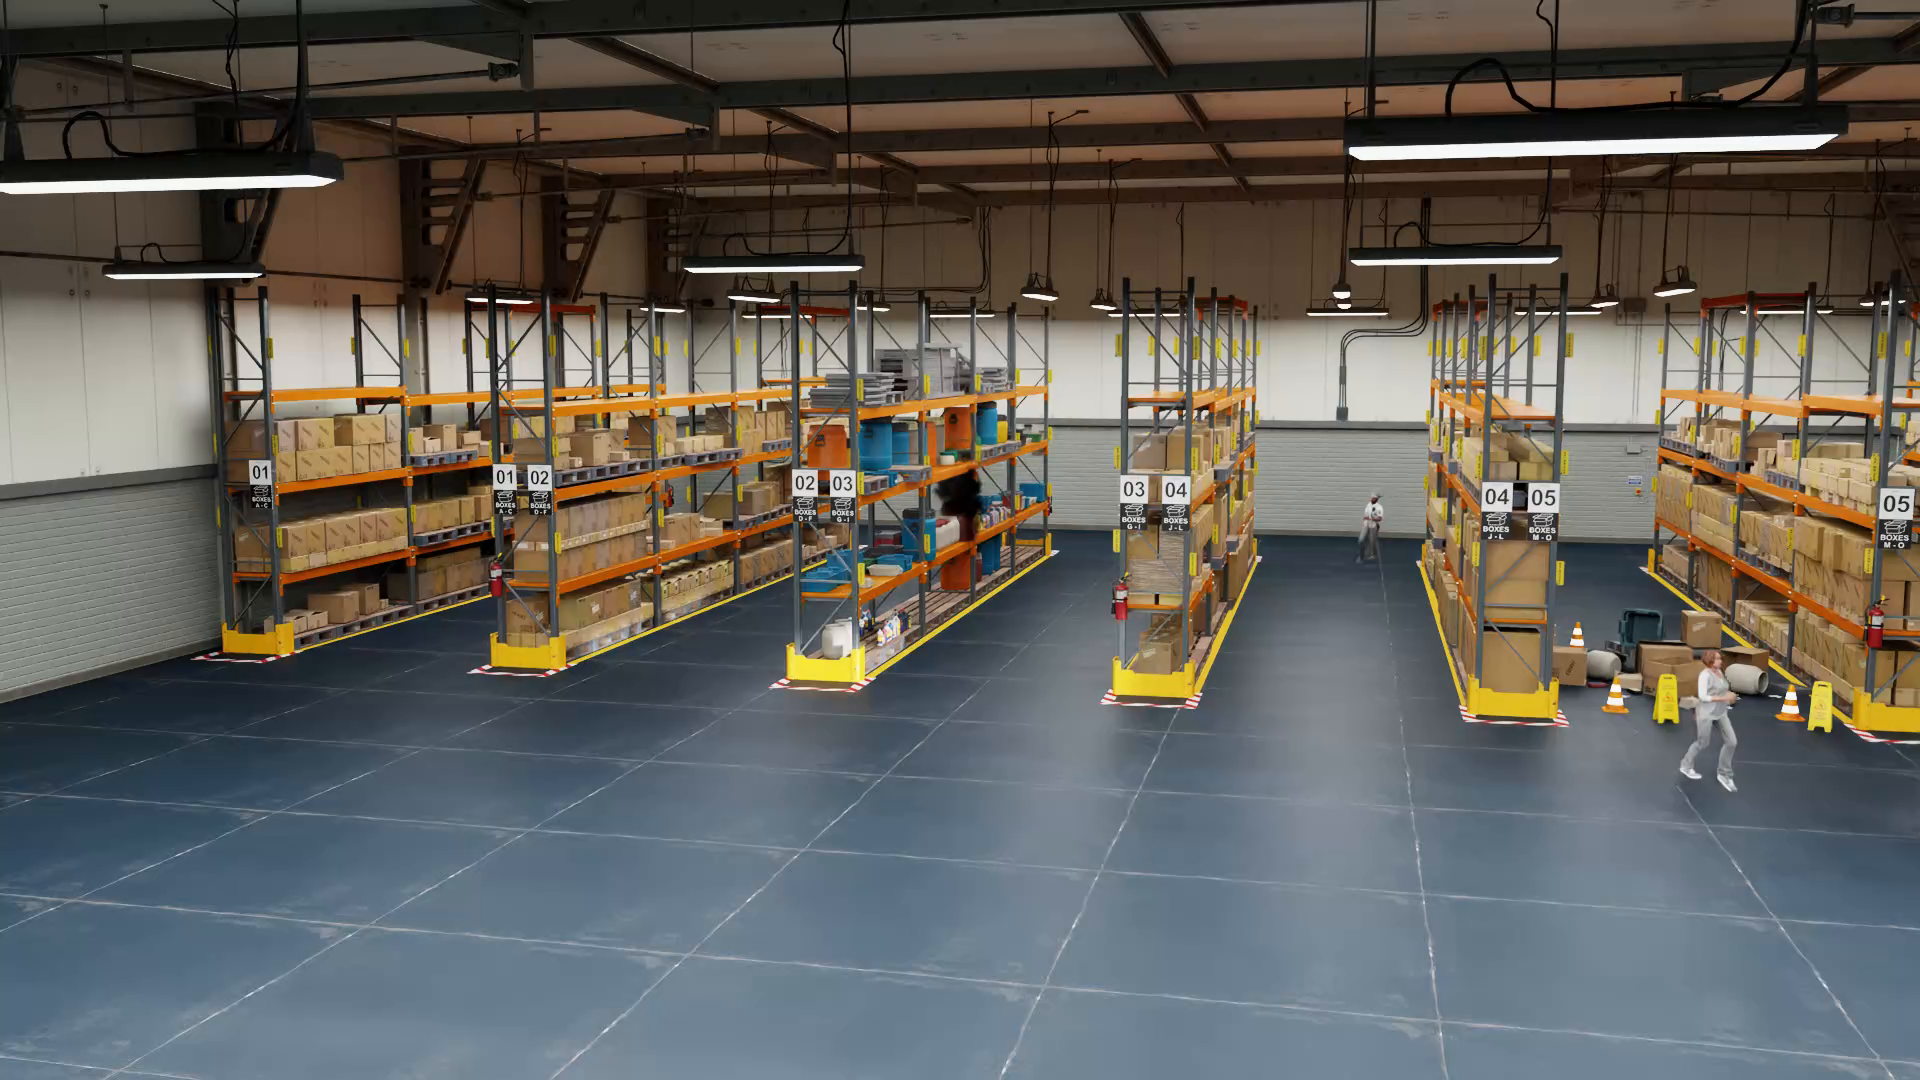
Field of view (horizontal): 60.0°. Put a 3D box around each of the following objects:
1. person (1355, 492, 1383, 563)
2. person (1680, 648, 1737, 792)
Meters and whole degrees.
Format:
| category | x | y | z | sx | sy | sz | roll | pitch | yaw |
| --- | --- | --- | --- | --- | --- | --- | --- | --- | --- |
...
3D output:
| category | x | y | z | sx | sy | sz | roll | pitch | yaw |
| --- | --- | --- | --- | --- | --- | --- | --- | --- | --- |
| person | 9.673 | -0.280 | 38.915 | 0.675 | 1.725 | 0.606 | -6 | 9 | -43 |
| person | 8.530 | 2.048 | 18.996 | 0.528 | 1.630 | 0.663 | -3 | 7 | -27 |
